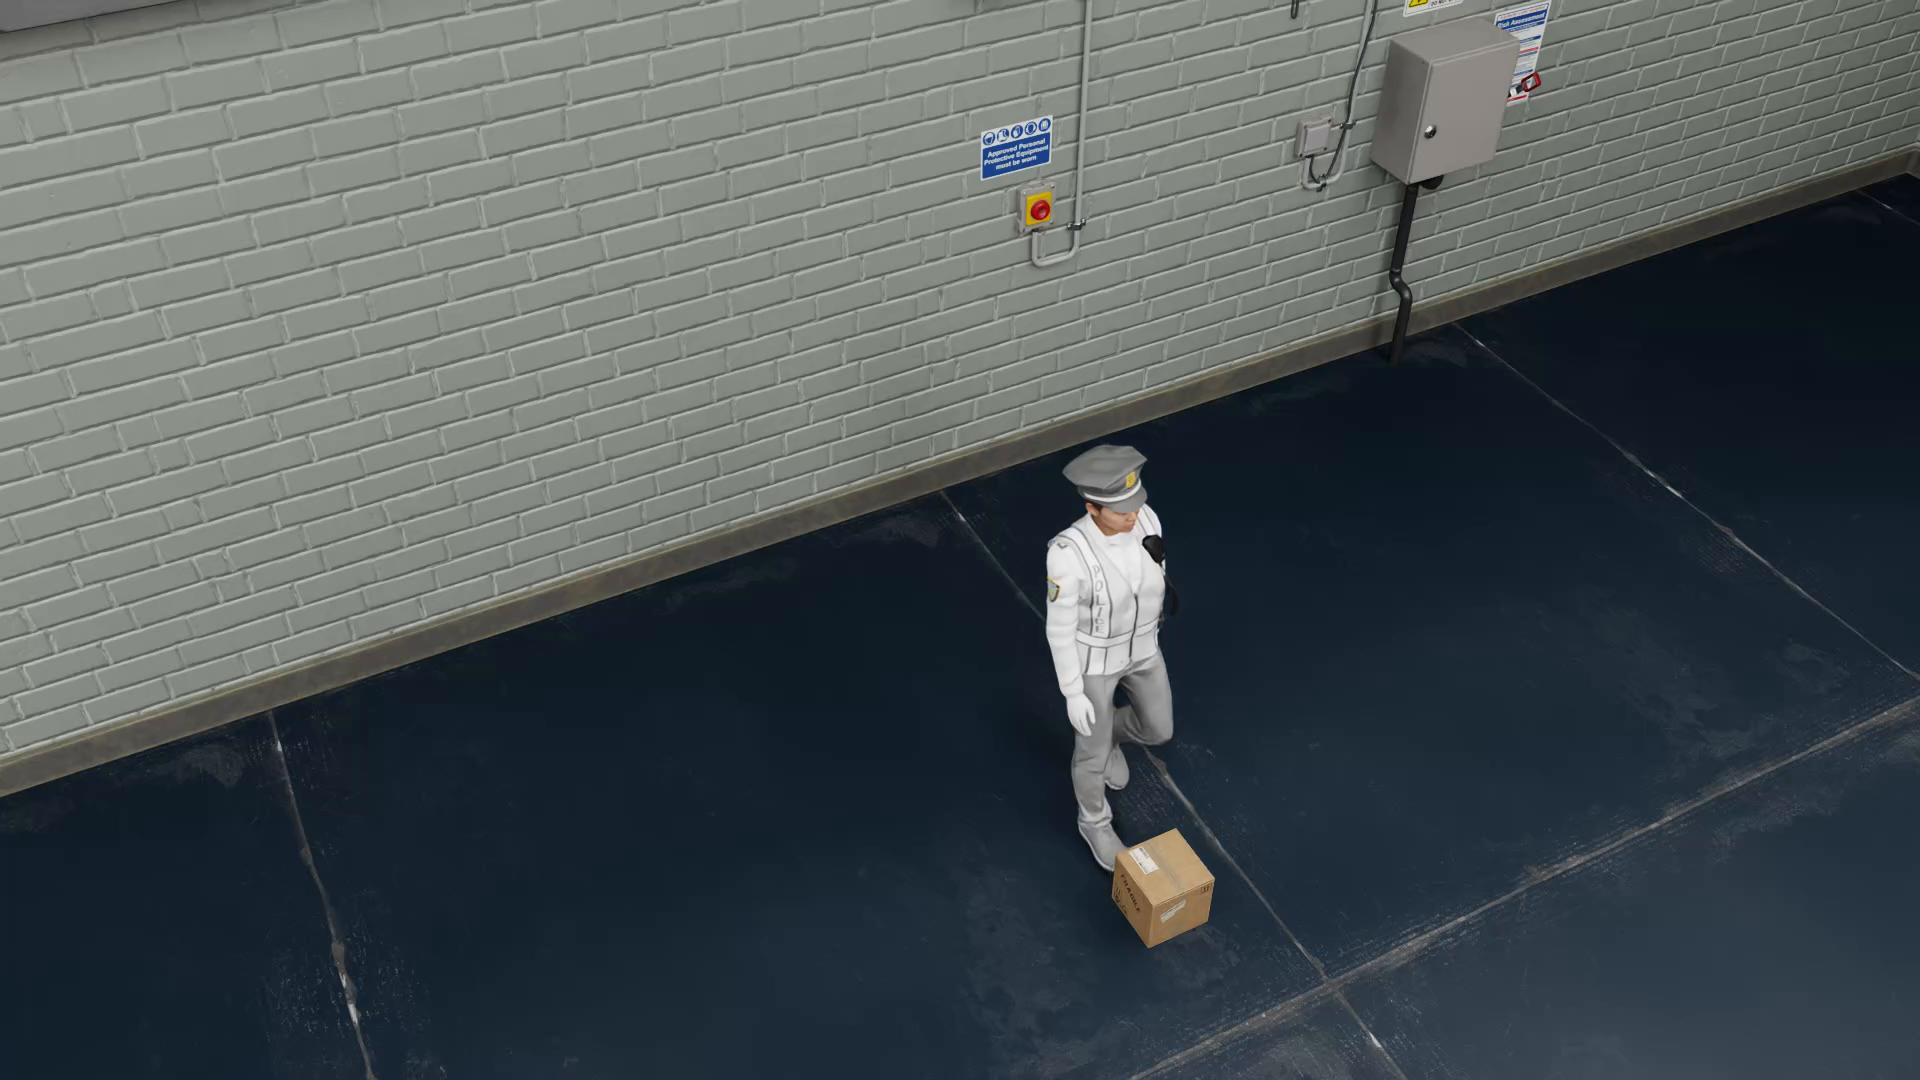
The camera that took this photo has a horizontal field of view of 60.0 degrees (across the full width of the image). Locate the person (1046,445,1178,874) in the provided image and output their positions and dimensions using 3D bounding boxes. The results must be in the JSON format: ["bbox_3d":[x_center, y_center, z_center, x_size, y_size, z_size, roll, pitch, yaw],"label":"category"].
[{"bbox_3d":[0.523,0.404,5.655,0.502,1.672,0.554,-23,46,-23],"label":"person"}]
